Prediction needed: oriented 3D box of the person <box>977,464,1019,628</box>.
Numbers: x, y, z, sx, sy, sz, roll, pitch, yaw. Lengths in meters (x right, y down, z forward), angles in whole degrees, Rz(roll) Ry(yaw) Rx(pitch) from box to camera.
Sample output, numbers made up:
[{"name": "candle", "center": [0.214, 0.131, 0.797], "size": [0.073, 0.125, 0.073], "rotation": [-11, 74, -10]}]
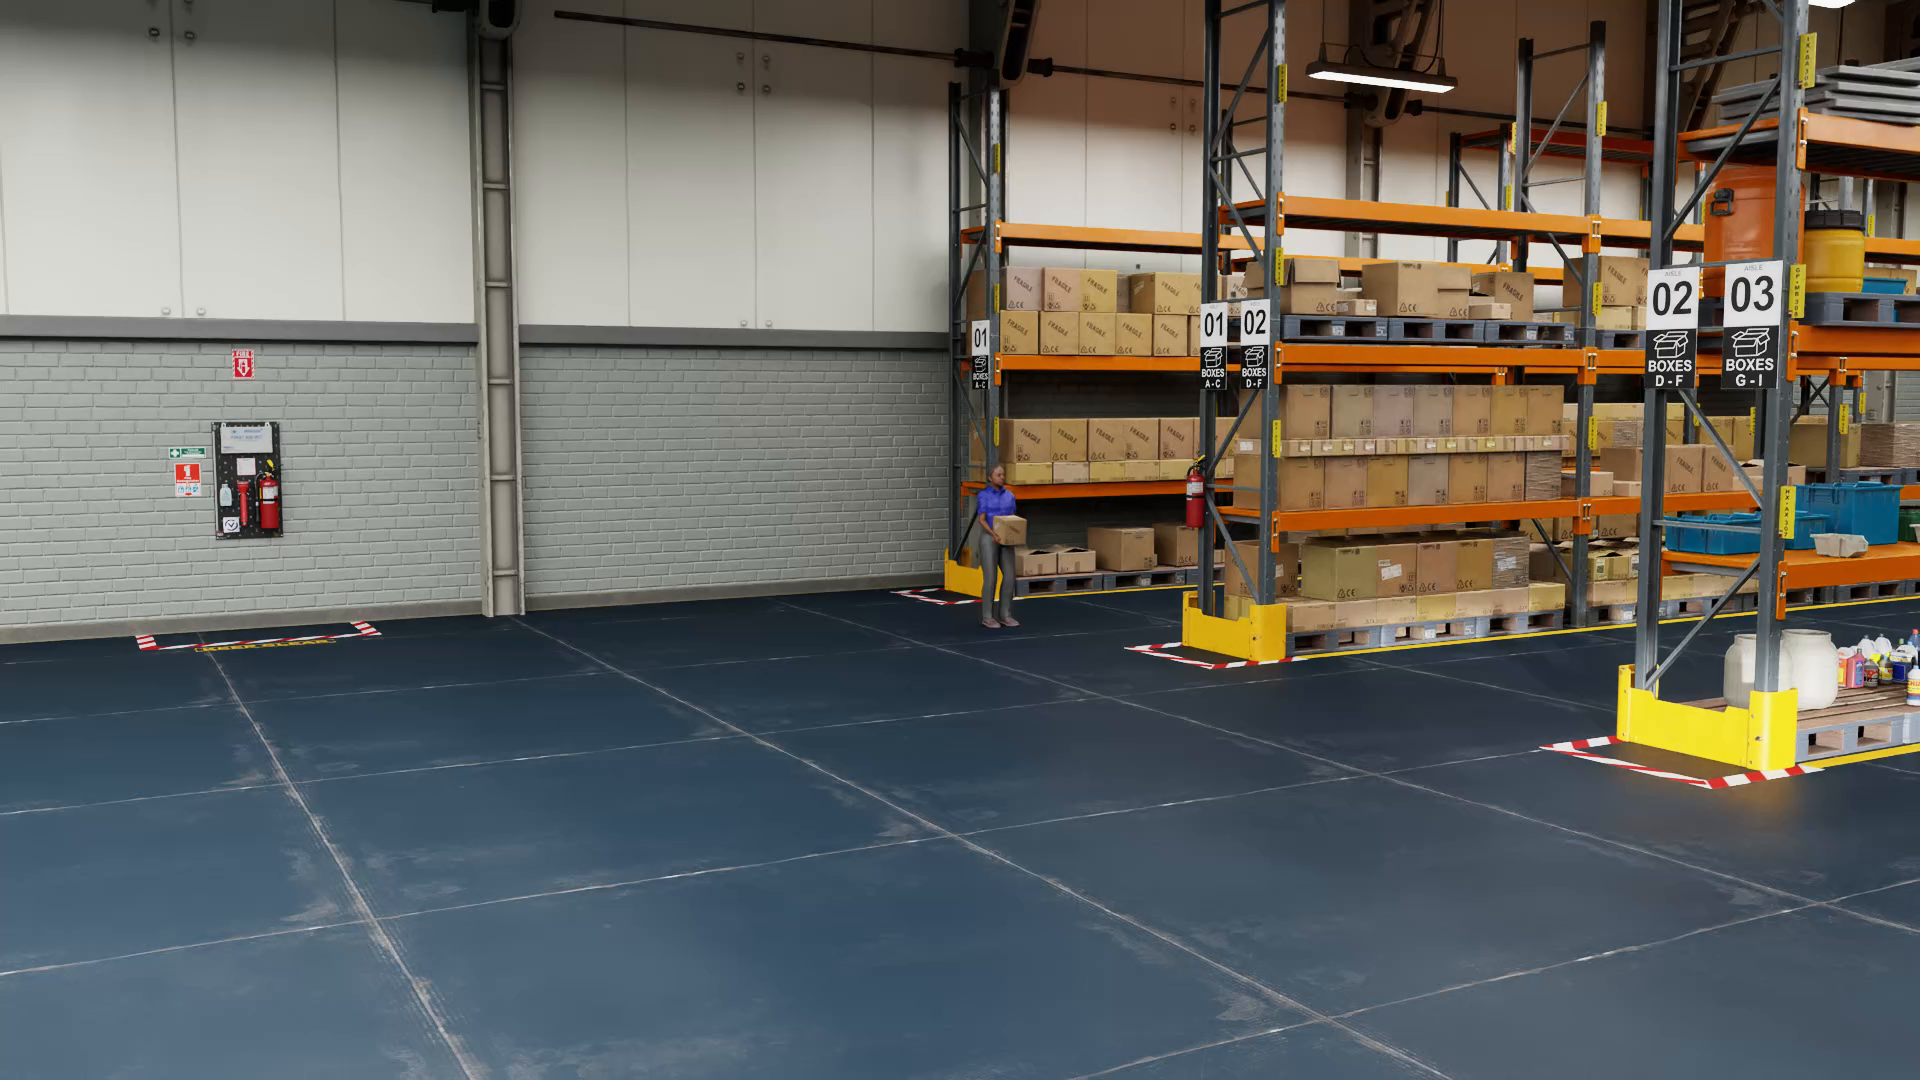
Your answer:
[{"name": "person", "center": [0.412, 0.060, 16.925], "size": [0.451, 1.648, 0.517], "rotation": [-3, 6, -28]}]
